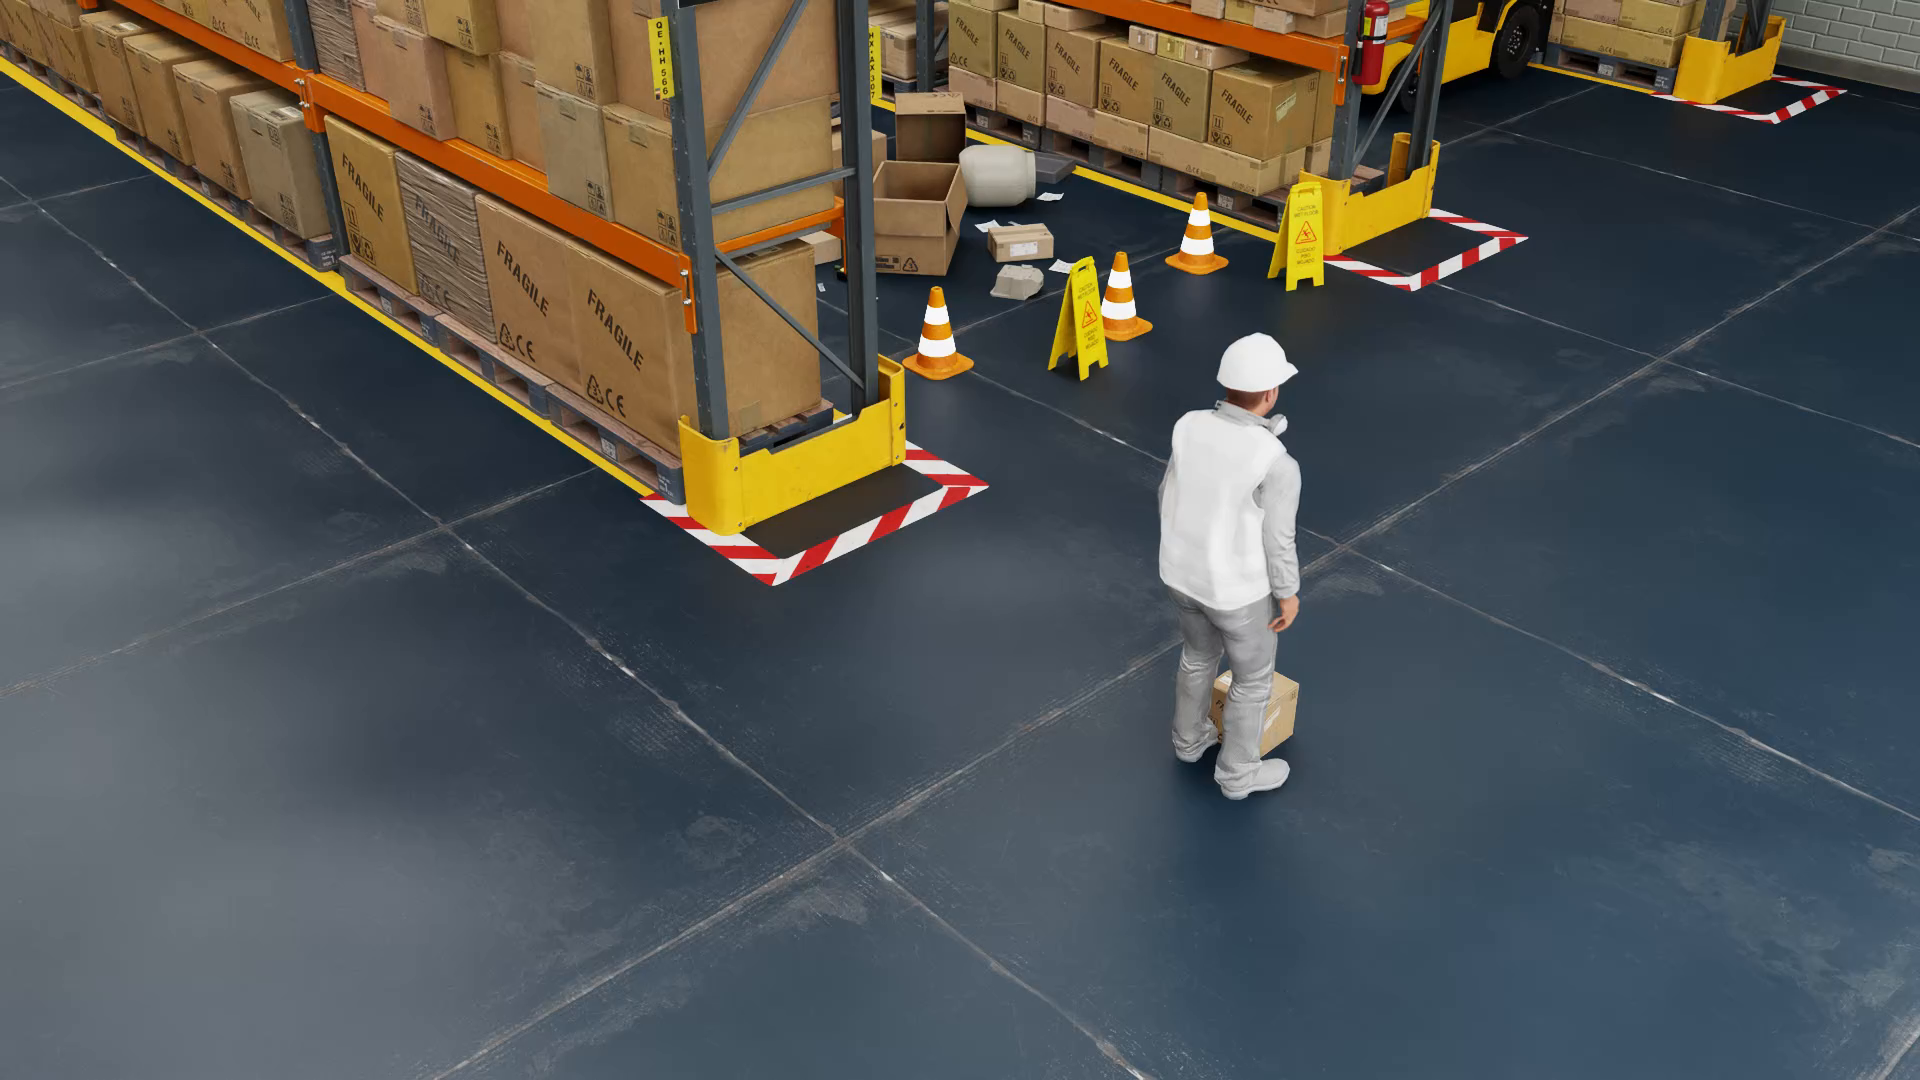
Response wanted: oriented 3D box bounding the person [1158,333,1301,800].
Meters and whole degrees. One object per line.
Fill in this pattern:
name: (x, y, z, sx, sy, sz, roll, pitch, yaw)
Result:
person: (0.954, 0.109, 5.931, 0.464, 1.771, 0.580, -26, 40, -35)
